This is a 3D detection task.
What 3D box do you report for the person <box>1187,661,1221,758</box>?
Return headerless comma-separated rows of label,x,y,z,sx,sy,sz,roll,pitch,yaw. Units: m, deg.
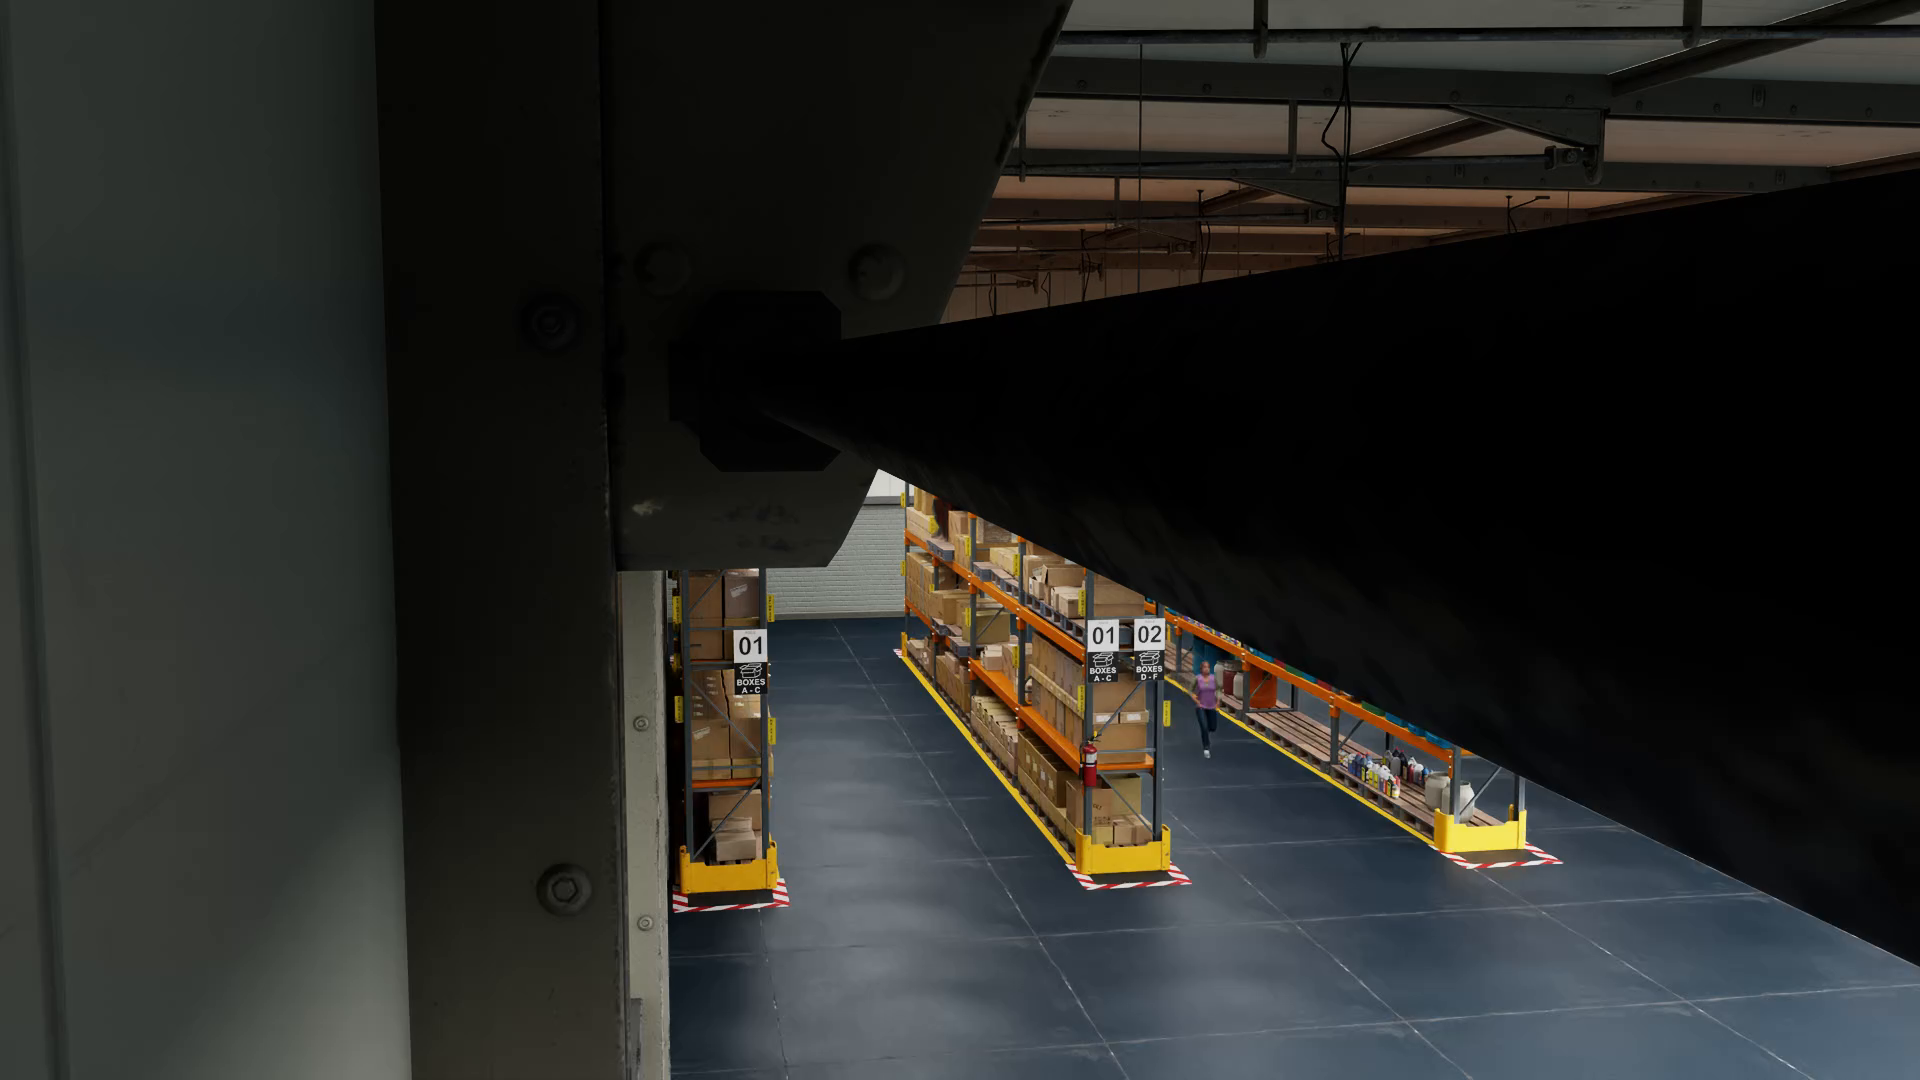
person,4.006,2.749,27.290,0.564,1.560,0.599,-1,6,-8
